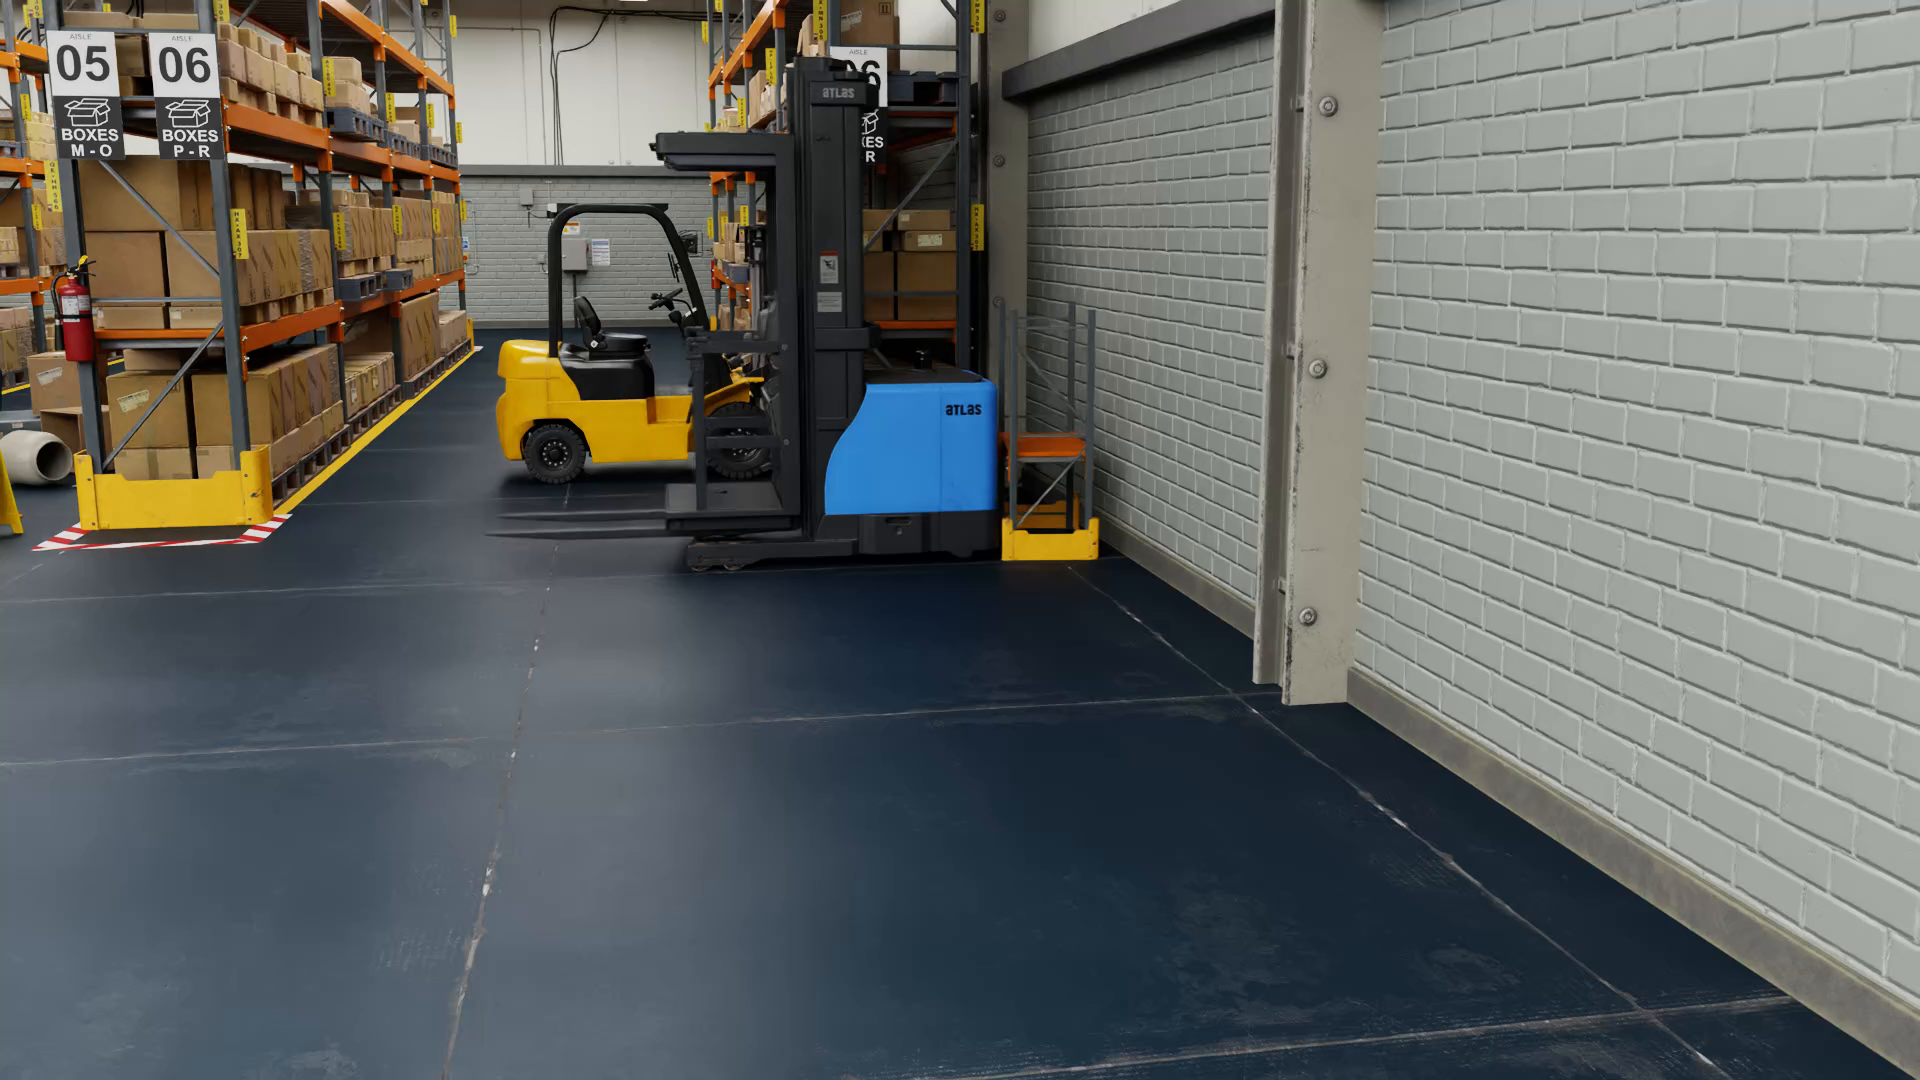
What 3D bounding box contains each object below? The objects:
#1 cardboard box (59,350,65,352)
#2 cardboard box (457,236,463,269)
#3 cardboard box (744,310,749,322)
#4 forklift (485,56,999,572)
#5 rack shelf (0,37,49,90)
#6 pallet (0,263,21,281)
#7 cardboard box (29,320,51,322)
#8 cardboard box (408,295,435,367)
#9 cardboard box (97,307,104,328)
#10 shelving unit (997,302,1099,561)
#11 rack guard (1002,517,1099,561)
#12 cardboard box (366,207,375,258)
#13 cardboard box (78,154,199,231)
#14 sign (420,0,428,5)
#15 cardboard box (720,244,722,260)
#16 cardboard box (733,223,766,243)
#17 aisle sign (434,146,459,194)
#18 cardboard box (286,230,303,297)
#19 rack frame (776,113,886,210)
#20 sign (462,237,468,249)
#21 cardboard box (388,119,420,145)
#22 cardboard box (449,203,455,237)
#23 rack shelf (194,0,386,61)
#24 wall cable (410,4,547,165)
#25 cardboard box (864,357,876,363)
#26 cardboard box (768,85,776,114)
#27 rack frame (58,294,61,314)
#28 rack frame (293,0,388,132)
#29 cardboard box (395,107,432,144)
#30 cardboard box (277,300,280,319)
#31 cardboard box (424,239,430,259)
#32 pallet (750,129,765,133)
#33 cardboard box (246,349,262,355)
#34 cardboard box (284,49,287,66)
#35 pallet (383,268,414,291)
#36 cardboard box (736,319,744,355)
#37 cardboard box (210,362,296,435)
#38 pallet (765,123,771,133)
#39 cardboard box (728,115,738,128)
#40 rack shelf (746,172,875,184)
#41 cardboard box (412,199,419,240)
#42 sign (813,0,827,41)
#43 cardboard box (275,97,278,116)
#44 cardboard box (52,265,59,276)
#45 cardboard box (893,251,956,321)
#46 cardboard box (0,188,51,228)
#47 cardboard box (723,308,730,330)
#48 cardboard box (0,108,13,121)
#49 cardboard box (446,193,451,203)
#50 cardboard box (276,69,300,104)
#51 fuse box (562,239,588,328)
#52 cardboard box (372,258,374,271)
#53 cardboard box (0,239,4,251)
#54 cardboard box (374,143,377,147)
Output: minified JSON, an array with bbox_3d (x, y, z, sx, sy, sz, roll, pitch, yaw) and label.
[{"bbox_3d":[-12.270,-2.511,22.368,0.380,0.149,0.250,-2,11,-9],"label":"cardboard box"},{"bbox_3d":[-8.052,-4.480,25.946,0.500,0.500,0.500,-2,11,-11],"label":"cardboard box"},{"bbox_3d":[-2.681,-2.988,22.198,0.380,0.149,0.250,-2,11,-11],"label":"cardboard box"},{"bbox_3d":[-1.328,-1.361,10.011,3.031,2.935,1.130,-2,11,-9],"label":"forklift"},{"bbox_3d":[-12.852,-6.537,22.906,1.077,0.370,4.000,-2,11,-11],"label":"rack shelf"},{"bbox_3d":[-12.457,-3.338,20.726,1.003,0.211,1.213,-2,11,-11],"label":"pallet"},{"bbox_3d":[-13.054,-3.018,23.440,0.380,0.149,0.250,-2,11,-11],"label":"cardboard box"},{"bbox_3d":[-7.245,-2.663,21.224,0.875,0.875,0.875,-2,11,-9],"label":"cardboard box"},{"bbox_3d":[-5.734,-1.555,11.518,0.380,0.149,0.250,-2,11,-12],"label":"cardboard box"},{"bbox_3d":[0.523,-0.716,10.445,0.587,1.500,1.083,0,11,-3],"label":"shelving unit"},{"bbox_3d":[0.547,-0.009,10.074,0.587,0.250,0.087,0,11,-3],"label":"rack guard"},{"bbox_3d":[-6.172,-3.084,16.691,0.500,0.500,0.500,-3,11,-13],"label":"cardboard box"},{"bbox_3d":[-5.607,-2.348,11.272,0.700,0.500,0.500,-2,11,-12],"label":"cardboard box"},{"bbox_3d":[-7.097,-7.243,21.975,0.100,0.325,0.005,-2,11,-11],"label":"sign"},{"bbox_3d":[-3.392,-4.392,25.357,0.500,0.250,0.500,-2,11,-13],"label":"cardboard box"},{"bbox_3d":[-2.480,-3.774,21.101,0.797,0.503,0.637,-2,11,-12],"label":"cardboard box"},{"bbox_3d":[-8.115,-5.812,26.255,0.394,0.787,0.004,-2,11,-11],"label":"aisle sign"},{"bbox_3d":[-5.424,-2.149,12.902,0.500,0.500,0.500,-2,11,-12],"label":"cardboard box"},{"bbox_3d":[-1.203,-2.490,15.758,1.000,3.000,0.127,-2,11,-11],"label":"rack frame"},{"bbox_3d":[-9.584,-5.686,31.823,0.327,0.218,0.001,-2,11,-11],"label":"sign"},{"bbox_3d":[-7.250,-5.258,21.395,0.500,0.311,0.500,-2,11,-11],"label":"cardboard box"},{"bbox_3d":[-7.854,-4.785,24.873,0.500,0.500,0.500,-2,11,-11],"label":"cardboard box"},{"bbox_3d":[-6.460,-5.073,16.277,1.077,0.370,4.000,-2,11,-11],"label":"rack shelf"},{"bbox_3d":[-9.049,-8.517,31.377,2.355,3.000,0.029,-2,11,-11],"label":"wall cable"},{"bbox_3d":[-0.926,-1.270,12.903,0.500,0.250,0.500,-2,11,-10],"label":"cardboard box"},{"bbox_3d":[-1.583,-4.299,16.089,0.500,0.311,0.500,-2,11,-13],"label":"cardboard box"},{"bbox_3d":[-13.241,-4.312,25.327,1.000,3.000,0.127,-2,11,-11],"label":"rack frame"},{"bbox_3d":[-6.849,-5.990,18.100,1.000,3.000,0.127,-2,11,-11],"label":"rack frame"},{"bbox_3d":[-7.536,-5.670,22.784,0.500,0.500,0.500,-2,11,-10],"label":"cardboard box"},{"bbox_3d":[-5.279,-1.714,12.350,0.380,0.149,0.250,-2,11,-10],"label":"cardboard box"},{"bbox_3d":[-7.198,-3.785,21.624,0.500,0.250,0.500,-2,11,-10],"label":"cardboard box"},{"bbox_3d":[-1.761,-4.484,18.713,1.213,0.211,1.003,-2,11,-8],"label":"pallet"},{"bbox_3d":[-6.106,-1.317,13.820,0.500,0.500,0.500,-2,11,-9],"label":"cardboard box"},{"bbox_3d":[-5.477,-3.765,12.974,0.380,0.149,0.250,-2,11,-10],"label":"cardboard box"},{"bbox_3d":[-6.606,-2.822,18.012,1.213,0.211,1.003,-2,11,-11],"label":"pallet"},{"bbox_3d":[-2.772,-2.742,22.641,0.500,0.500,0.500,-2,11,-12],"label":"cardboard box"},{"bbox_3d":[-5.290,-1.058,12.456,0.500,0.500,0.500,-3,11,-13],"label":"cardboard box"},{"bbox_3d":[-1.541,-4.279,17.636,1.003,0.211,1.213,-2,11,-8],"label":"pallet"},{"bbox_3d":[-2.774,-5.358,21.290,0.380,0.149,0.250,-2,11,-11],"label":"cardboard box"},{"bbox_3d":[-1.592,-3.977,17.472,1.077,0.370,4.000,-2,11,-11],"label":"rack shelf"},{"bbox_3d":[-6.991,-3.961,20.545,0.500,0.500,0.500,-2,11,-10],"label":"cardboard box"},{"bbox_3d":[-0.960,-3.609,11.458,0.100,0.325,0.005,-2,11,-11],"label":"sign"},{"bbox_3d":[-5.386,-3.282,12.567,0.380,0.149,0.250,-2,11,-13],"label":"cardboard box"},{"bbox_3d":[-12.471,-3.660,22.576,0.380,0.149,0.250,-3,11,-14],"label":"cardboard box"},{"bbox_3d":[-0.249,-1.907,12.425,0.500,0.500,0.500,-2,11,-9],"label":"cardboard box"},{"bbox_3d":[-12.312,-4.356,21.823,0.500,0.500,0.500,-2,11,-10],"label":"cardboard box"},{"bbox_3d":[-3.378,-3.295,25.549,0.500,0.500,0.500,-2,11,-10],"label":"cardboard box"},{"bbox_3d":[-12.282,-5.481,21.448,0.380,0.149,0.250,-2,11,-12],"label":"cardboard box"},{"bbox_3d":[-7.925,-5.173,25.175,0.380,0.149,0.250,-2,11,-10],"label":"cardboard box"},{"bbox_3d":[-5.537,-3.597,13.157,0.500,0.250,0.500,-2,11,-12],"label":"cardboard box"},{"bbox_3d":[-7.436,-4.960,32.180,0.539,1.711,0.414,-2,11,-11],"label":"fuse box"},{"bbox_3d":[-6.176,-2.793,16.896,0.380,0.149,0.250,-2,11,-13],"label":"cardboard box"},{"bbox_3d":[-12.094,-3.647,20.590,0.380,0.149,0.250,-2,11,-9],"label":"cardboard box"},{"bbox_3d":[-6.582,-4.343,18.140,0.380,0.149,0.250,-2,11,-11],"label":"cardboard box"}]
